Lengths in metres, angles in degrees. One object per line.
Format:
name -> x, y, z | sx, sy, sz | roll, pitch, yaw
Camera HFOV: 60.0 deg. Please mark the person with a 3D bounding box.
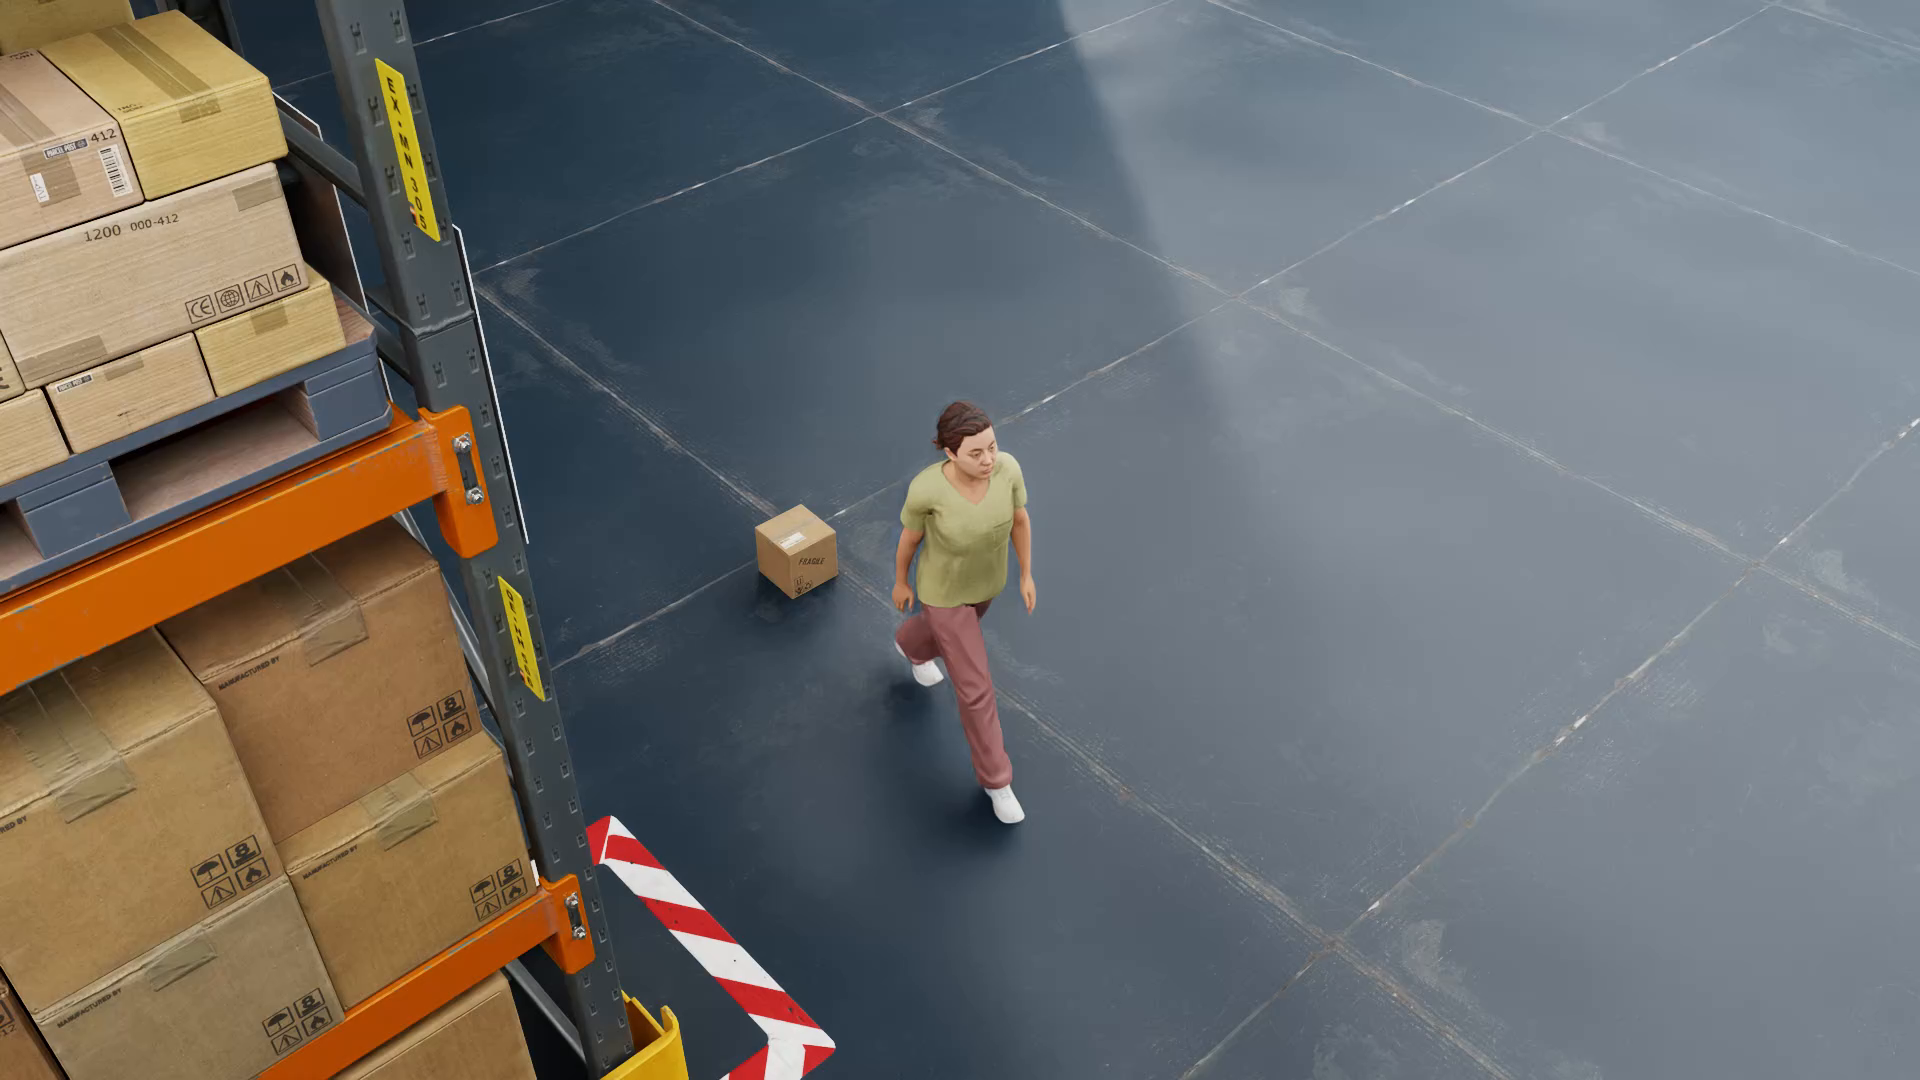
person -> 0.024, 0.146, 6.001 | 0.464, 1.615, 1.053 | -22, 45, -24
